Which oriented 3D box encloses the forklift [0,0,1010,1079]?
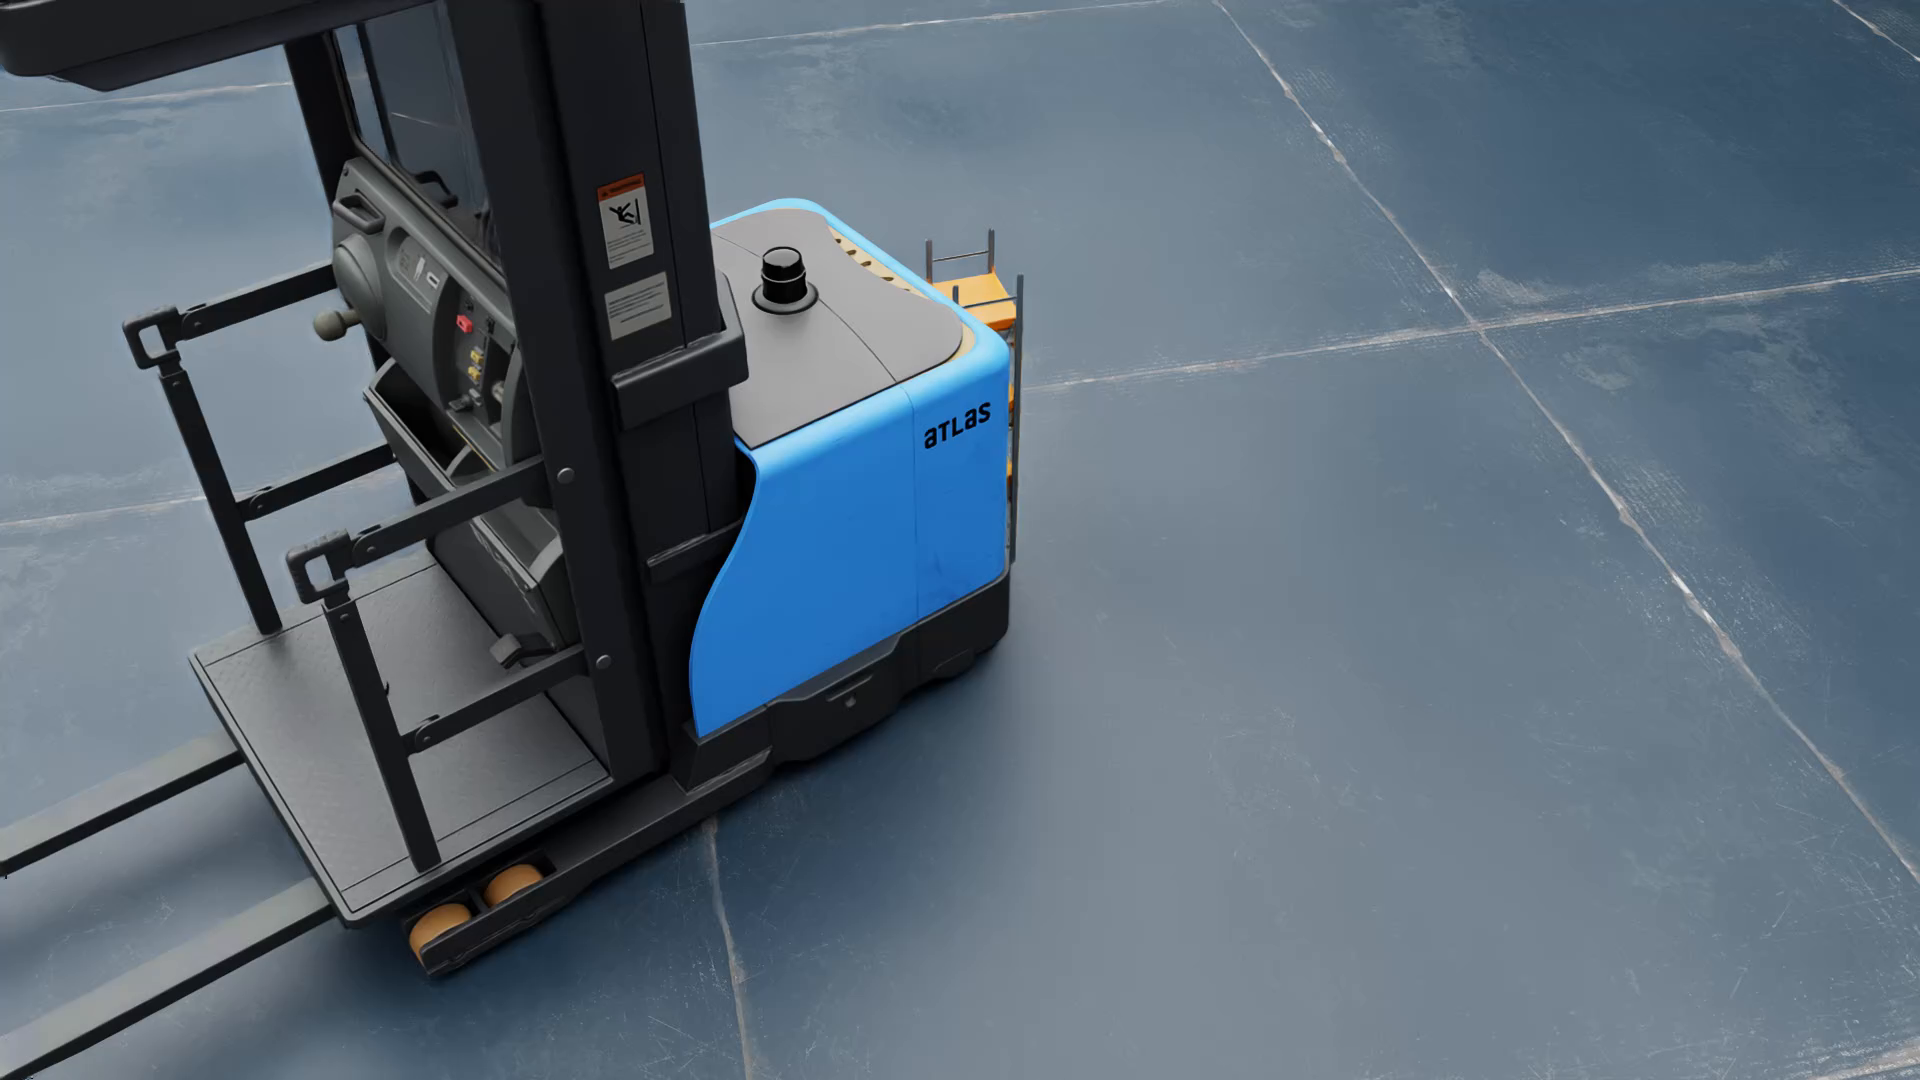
[{"bbox_3d":[-1.332,-0.443,3.541,3.031,2.935,1.130,-27,48,-27],"label":"forklift"}]

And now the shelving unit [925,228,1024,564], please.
[{"bbox_3d":[0.038,-0.380,4.888,0.215,1.050,0.252,-12,43,-13],"label":"shelving unit"}]

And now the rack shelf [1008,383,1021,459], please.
[{"bbox_3d":[0.038,-0.373,4.895,0.215,0.259,0.240,-12,43,-13],"label":"rack shelf"}]

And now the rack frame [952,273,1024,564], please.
[{"bbox_3d":[0.075,-0.303,4.801,0.200,1.050,0.008,-12,43,-13],"label":"rack frame"}]

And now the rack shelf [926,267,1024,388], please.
[{"bbox_3d":[0.038,-0.585,4.706,0.215,0.259,0.240,-12,43,-13],"label":"rack shelf"}]

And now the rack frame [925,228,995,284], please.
[{"bbox_3d":[0.001,-0.458,4.975,0.200,1.050,0.008,-12,43,-13],"label":"rack frame"}]

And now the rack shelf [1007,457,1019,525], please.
[{"bbox_3d":[0.038,-0.165,5.079,0.215,0.259,0.240,-12,43,-13],"label":"rack shelf"}]
